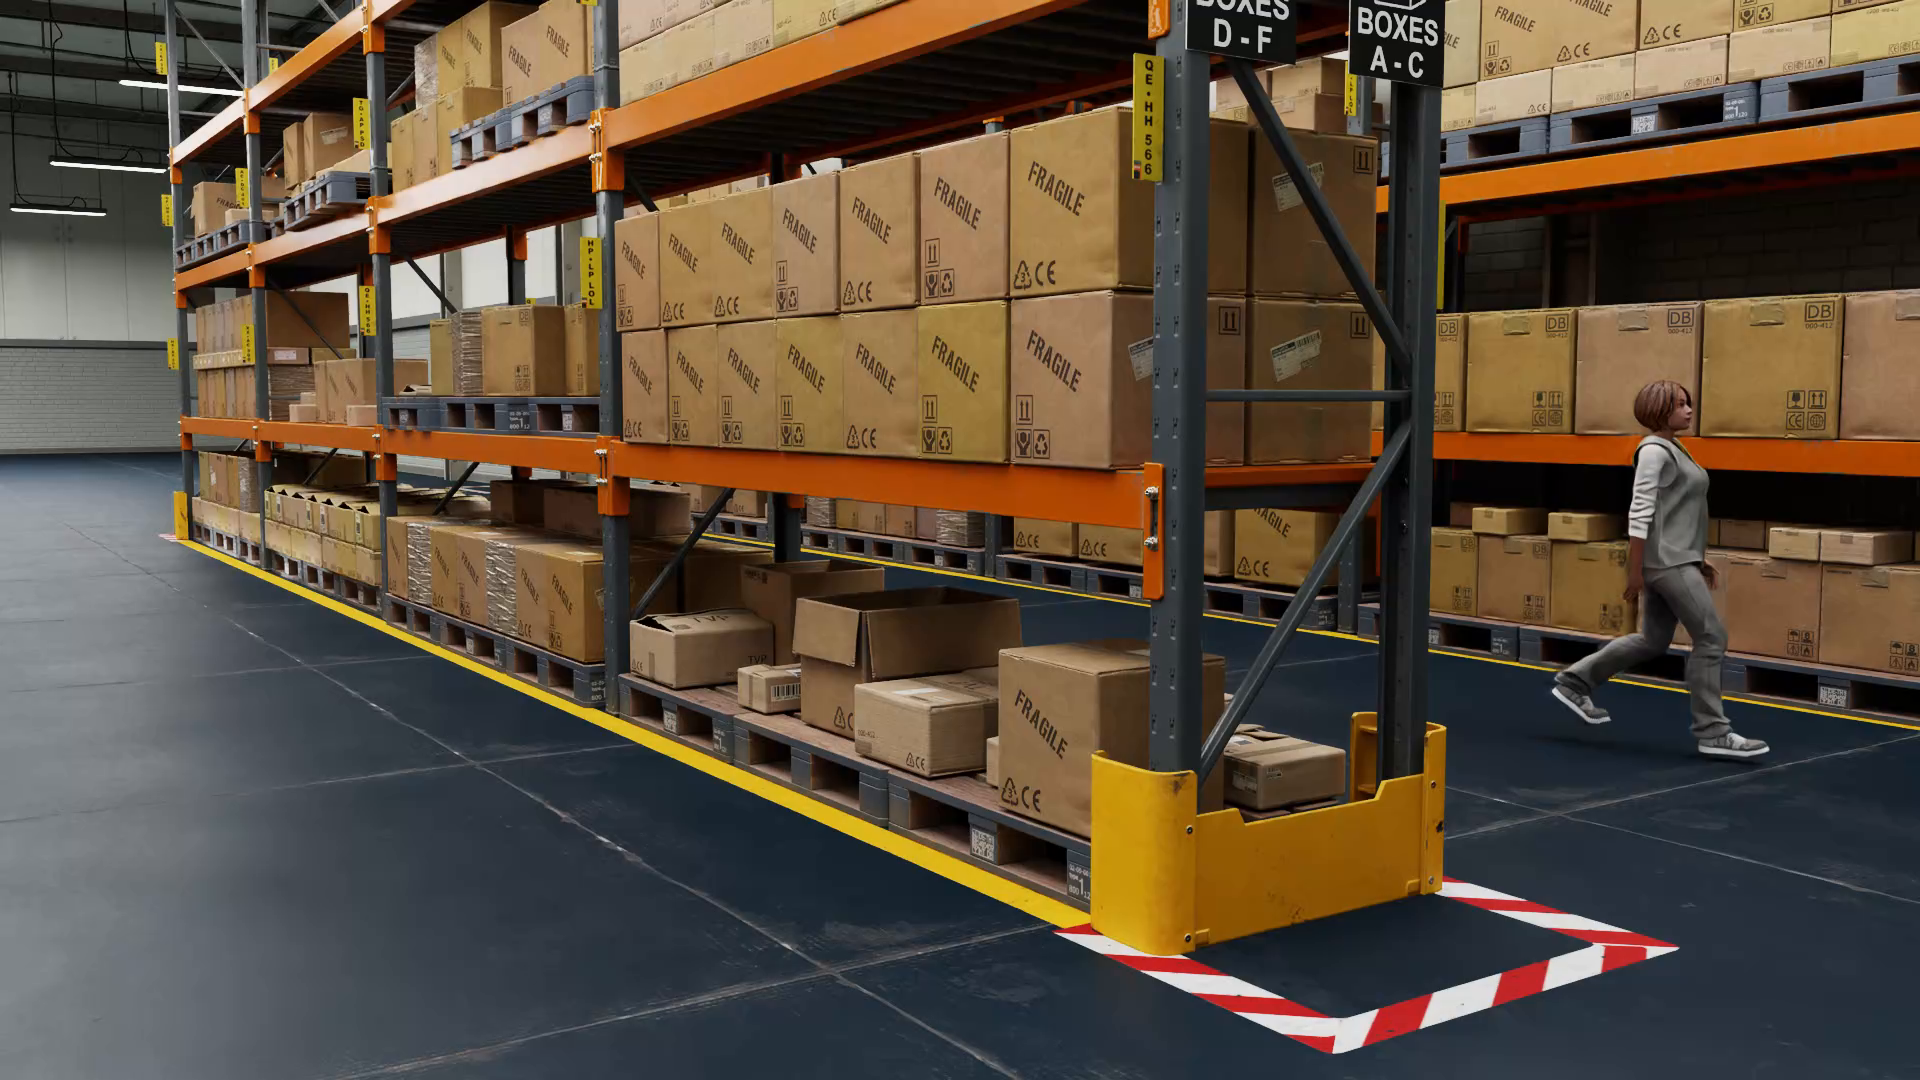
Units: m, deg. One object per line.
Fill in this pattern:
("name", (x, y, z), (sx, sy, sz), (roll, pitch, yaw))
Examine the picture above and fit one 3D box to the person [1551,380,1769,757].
("person", (2.969, 0.099, 7.034), (0.882, 1.549, 0.406), (3, 6, 28))
